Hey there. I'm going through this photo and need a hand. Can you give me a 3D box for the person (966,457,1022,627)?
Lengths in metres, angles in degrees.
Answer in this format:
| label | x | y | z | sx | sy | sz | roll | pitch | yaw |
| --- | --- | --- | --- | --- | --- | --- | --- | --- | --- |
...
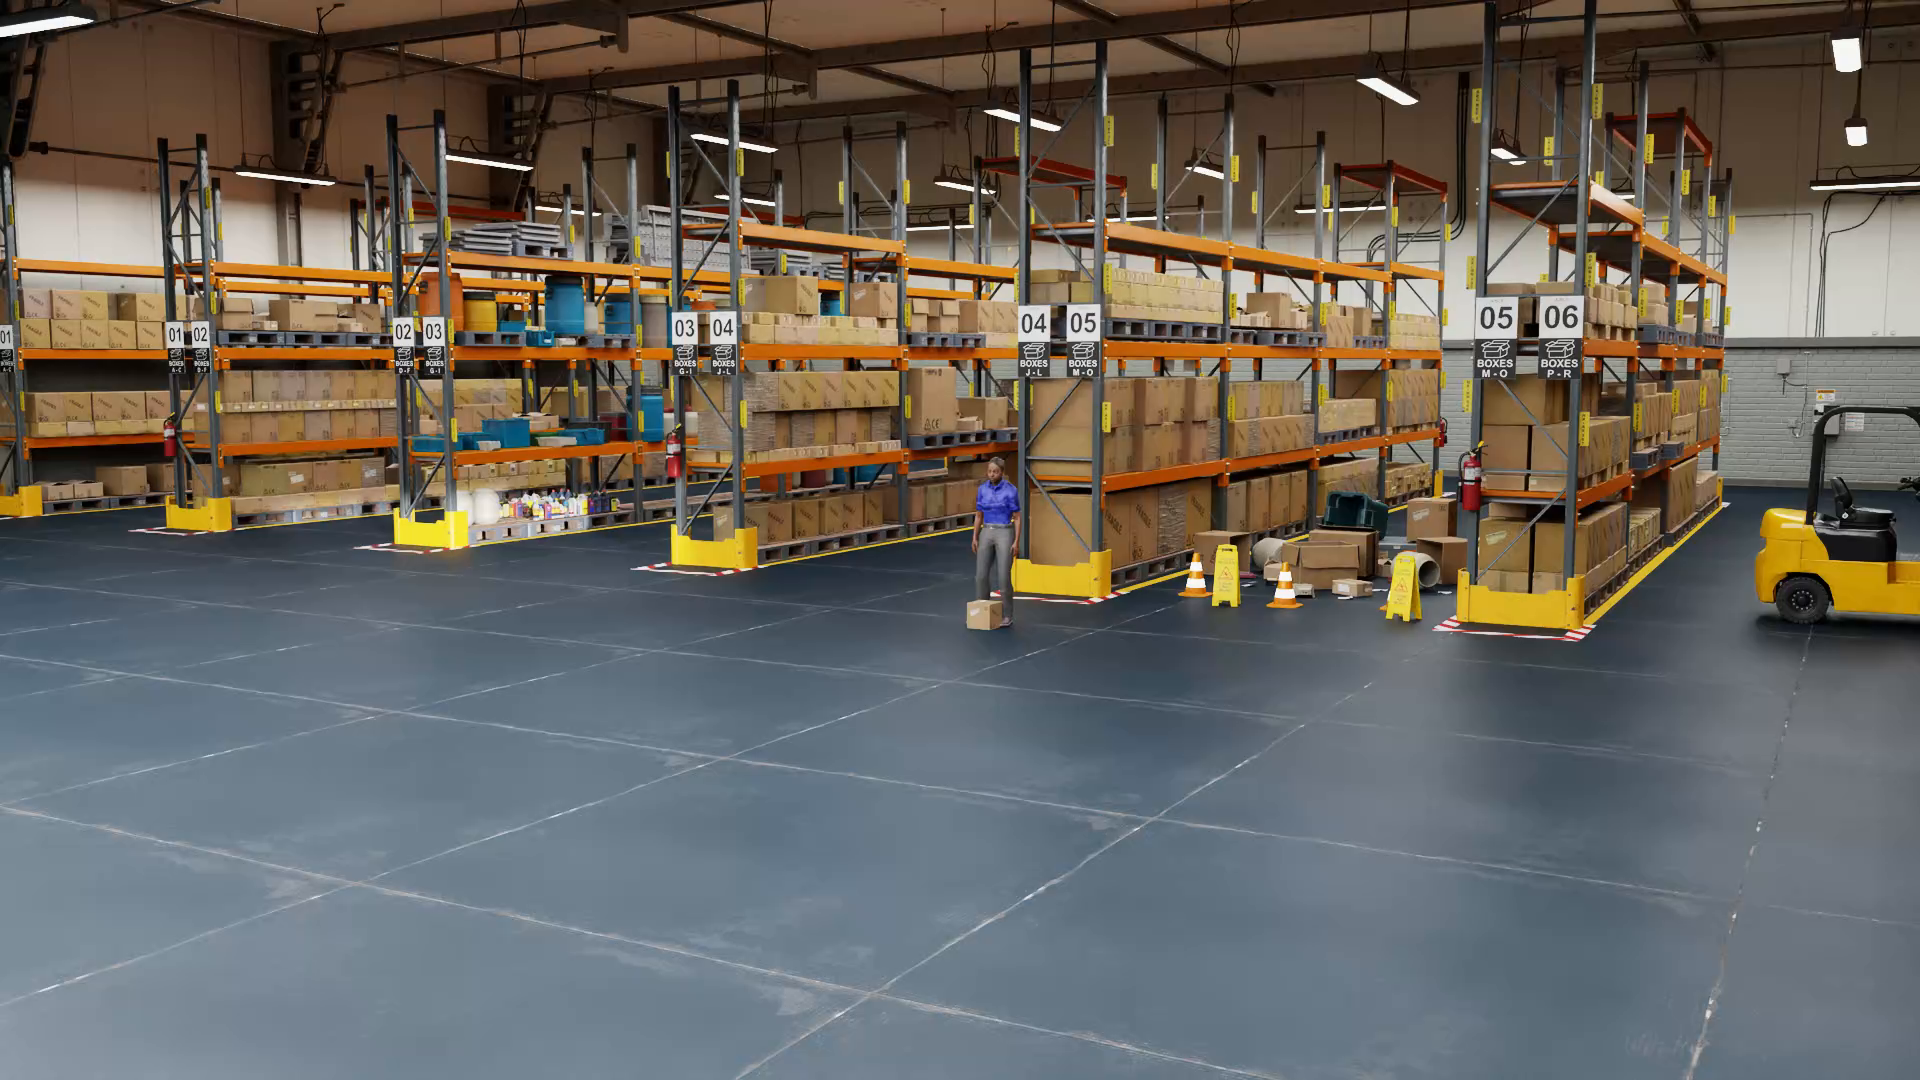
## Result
| label | x | y | z | sx | sy | sz | roll | pitch | yaw |
| --- | --- | --- | --- | --- | --- | --- | --- | --- | --- |
| person | 0.345 | 0.009 | 16.306 | 0.532 | 1.655 | 0.348 | 3 | 7 | 25 |
